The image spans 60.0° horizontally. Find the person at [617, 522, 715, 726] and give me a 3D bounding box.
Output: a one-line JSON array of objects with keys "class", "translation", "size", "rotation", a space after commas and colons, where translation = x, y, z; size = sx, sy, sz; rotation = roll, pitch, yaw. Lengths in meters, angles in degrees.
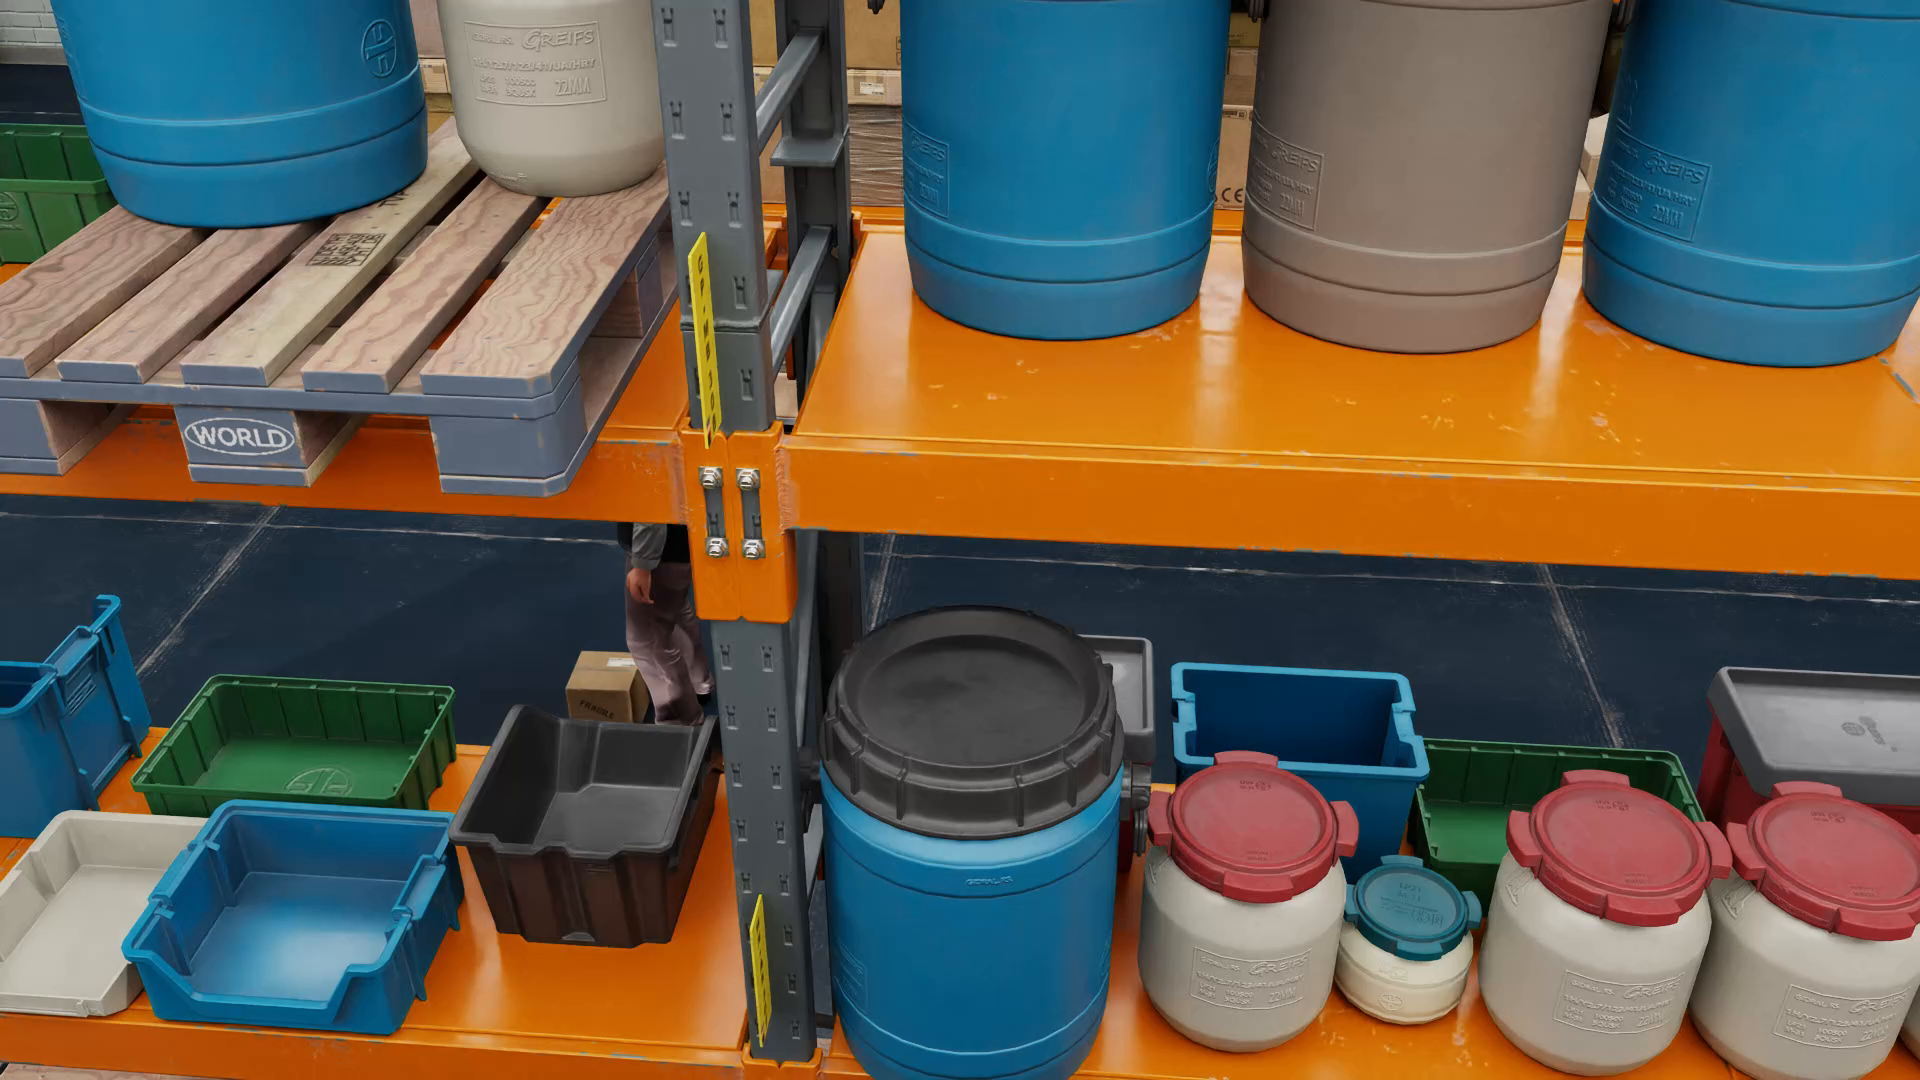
[{"class": "person", "translation": [-1.105, -0.001, 6.161], "size": [0.426, 1.719, 0.580], "rotation": [1, 32, 2]}]
